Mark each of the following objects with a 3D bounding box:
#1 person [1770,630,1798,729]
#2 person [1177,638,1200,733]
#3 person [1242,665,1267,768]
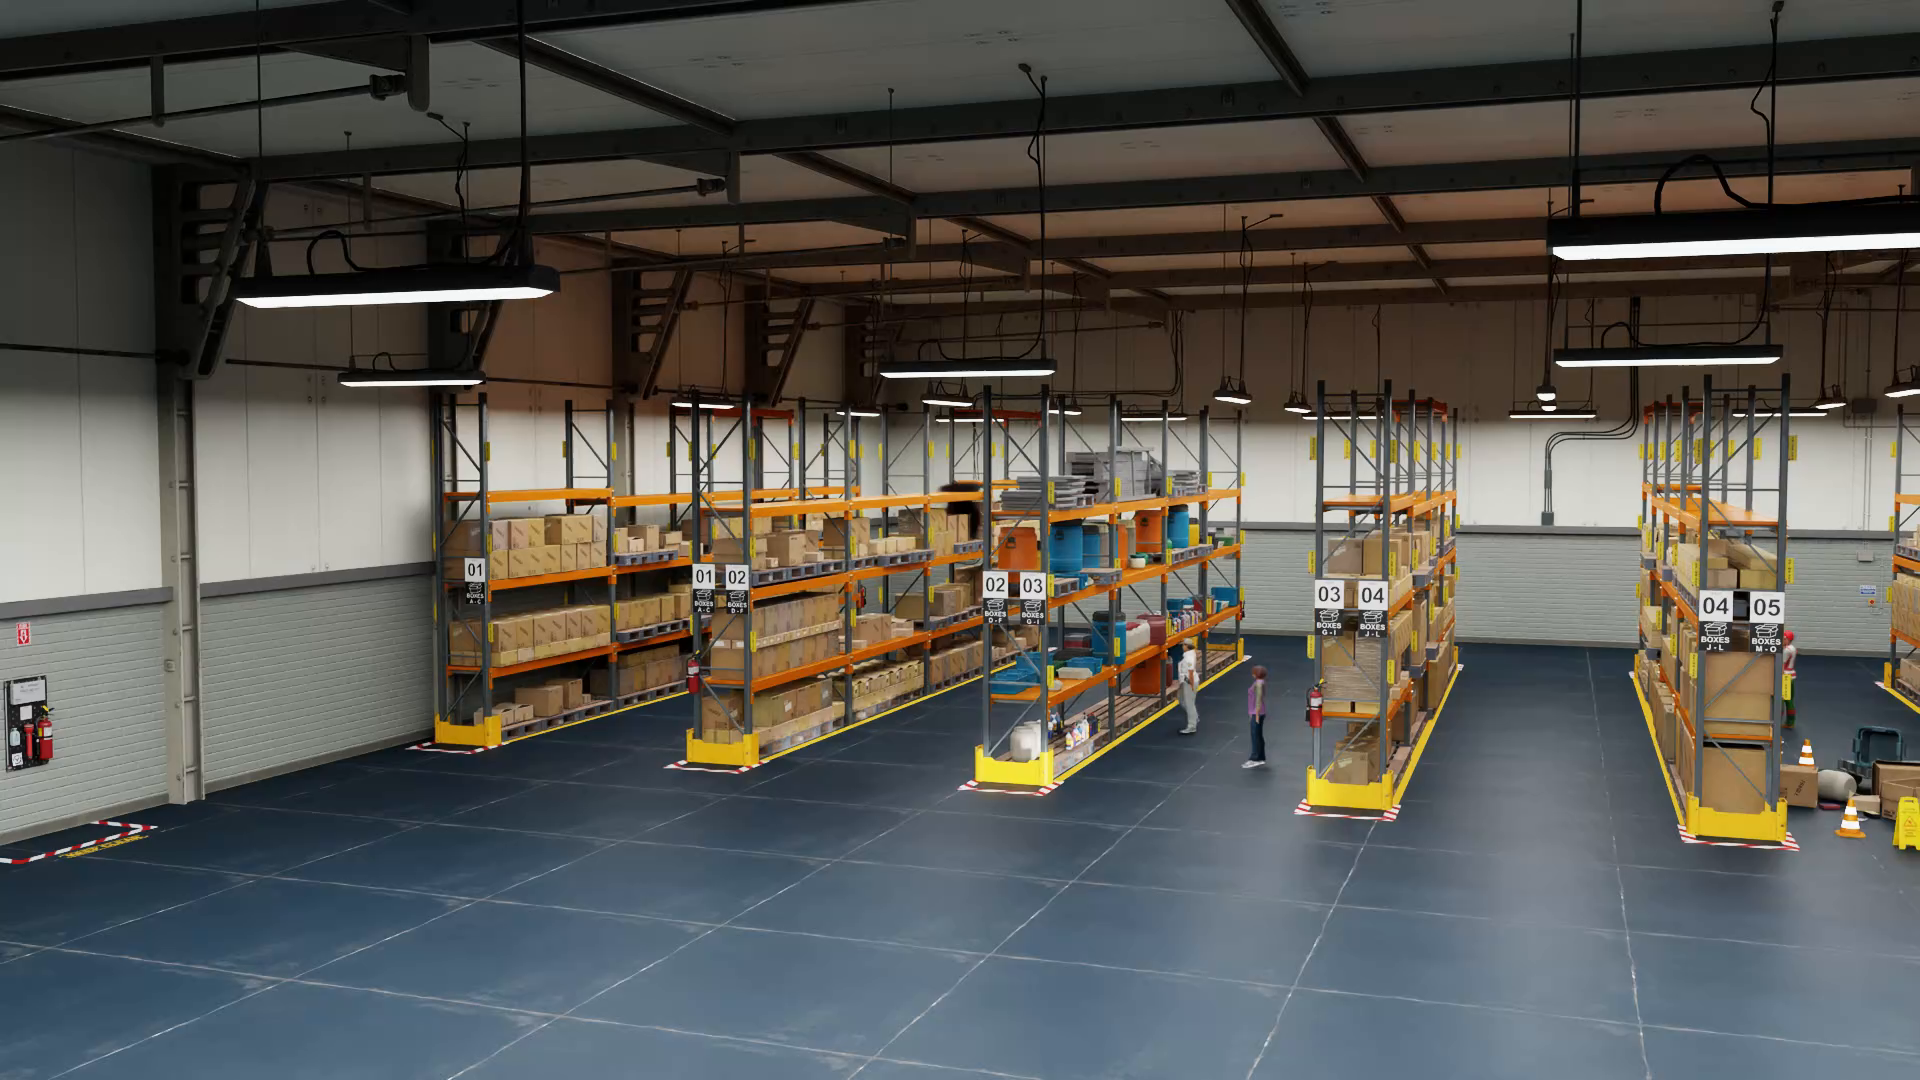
[{"bbox_3d":[14.823,2.521,29.936,0.610,1.797,0.408,-1,3,-26],"label":"person"},{"bbox_3d":[4.079,2.588,29.676,0.433,1.678,0.609,0,3,5],"label":"person"},{"bbox_3d":[4.693,2.795,26.469,0.379,1.610,0.516,1,3,13],"label":"person"}]
